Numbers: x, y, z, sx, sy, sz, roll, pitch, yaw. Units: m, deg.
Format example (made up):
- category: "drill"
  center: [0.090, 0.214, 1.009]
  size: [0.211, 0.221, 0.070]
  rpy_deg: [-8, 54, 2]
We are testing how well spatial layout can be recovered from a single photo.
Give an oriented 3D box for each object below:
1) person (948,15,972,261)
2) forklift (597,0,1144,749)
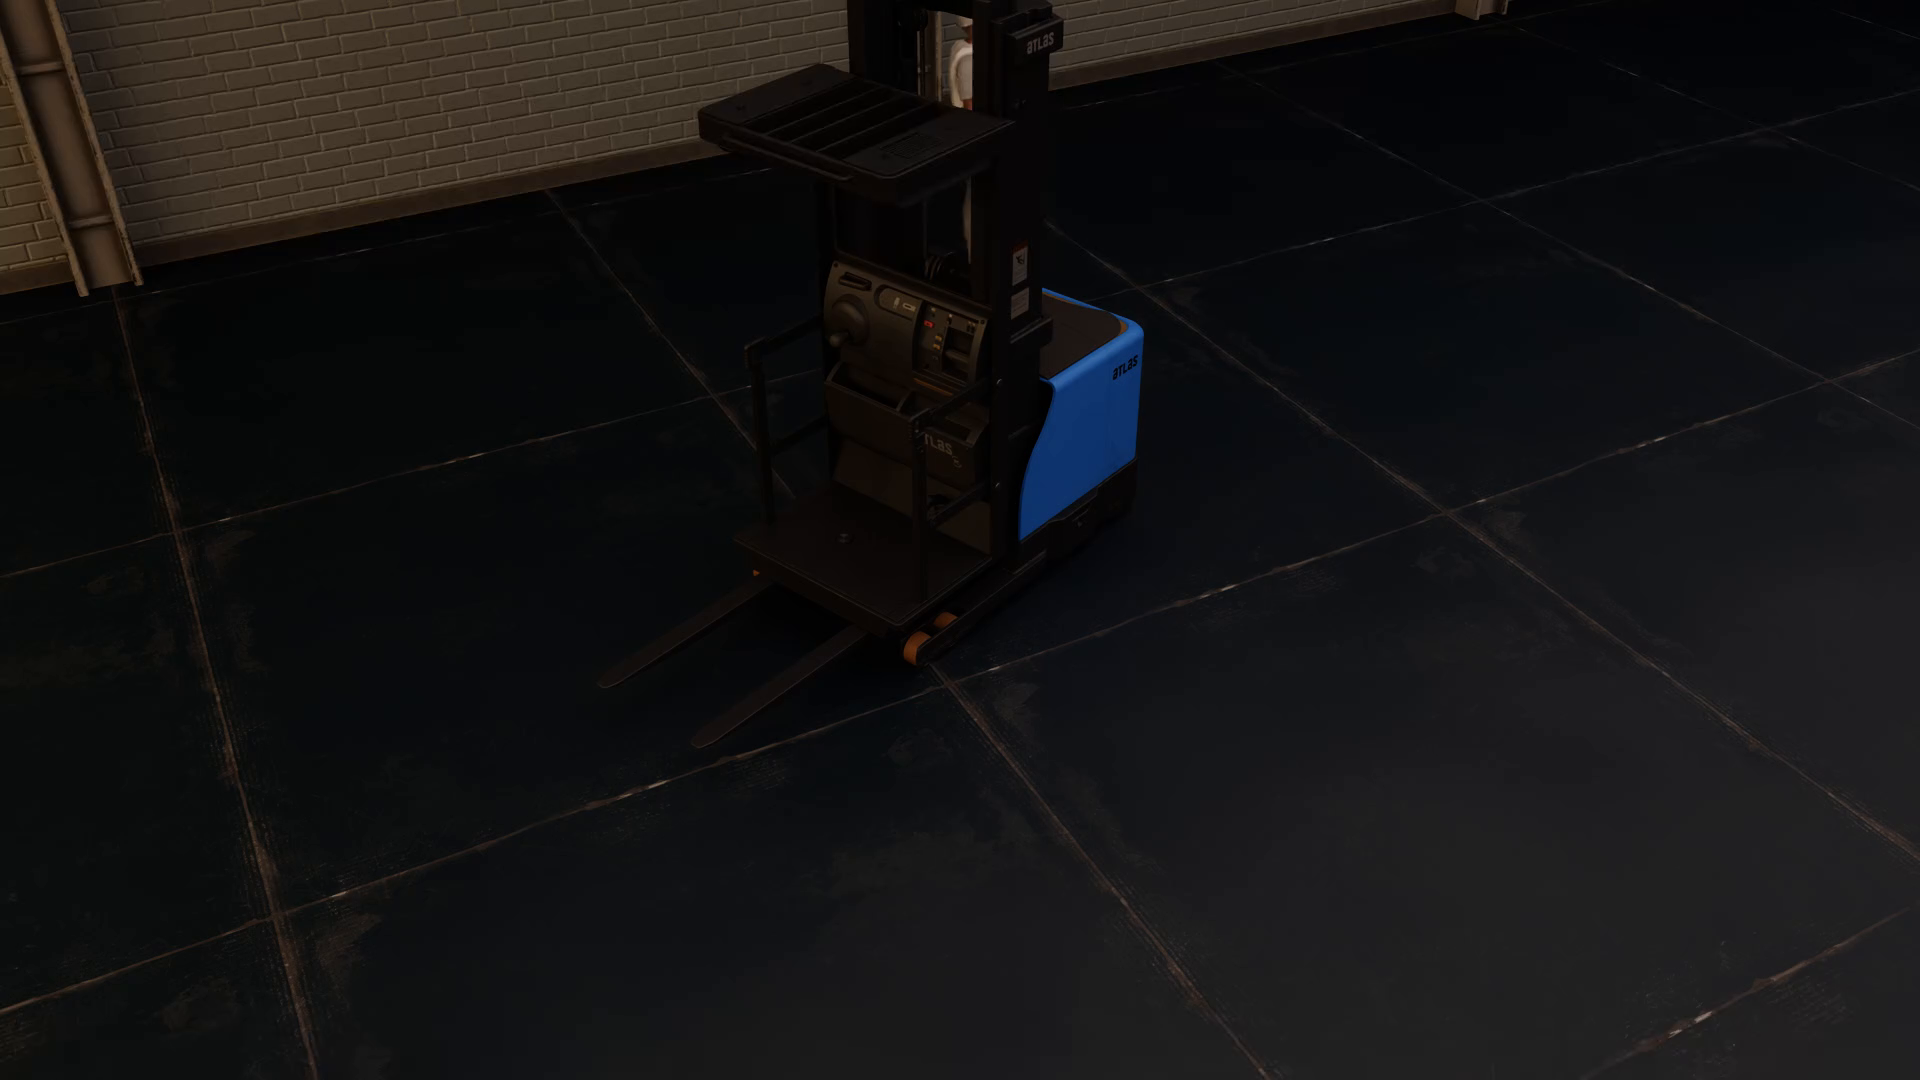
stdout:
- category: "person"
  center: [0.213, -2.631, 10.830]
  size: [0.577, 1.786, 0.669]
  rpy_deg: [-4, 35, -6]
- category: "forklift"
  center: [-0.390, -0.927, 7.434]
  size: [1.130, 2.935, 3.031]
  rpy_deg: [26, 43, 31]
